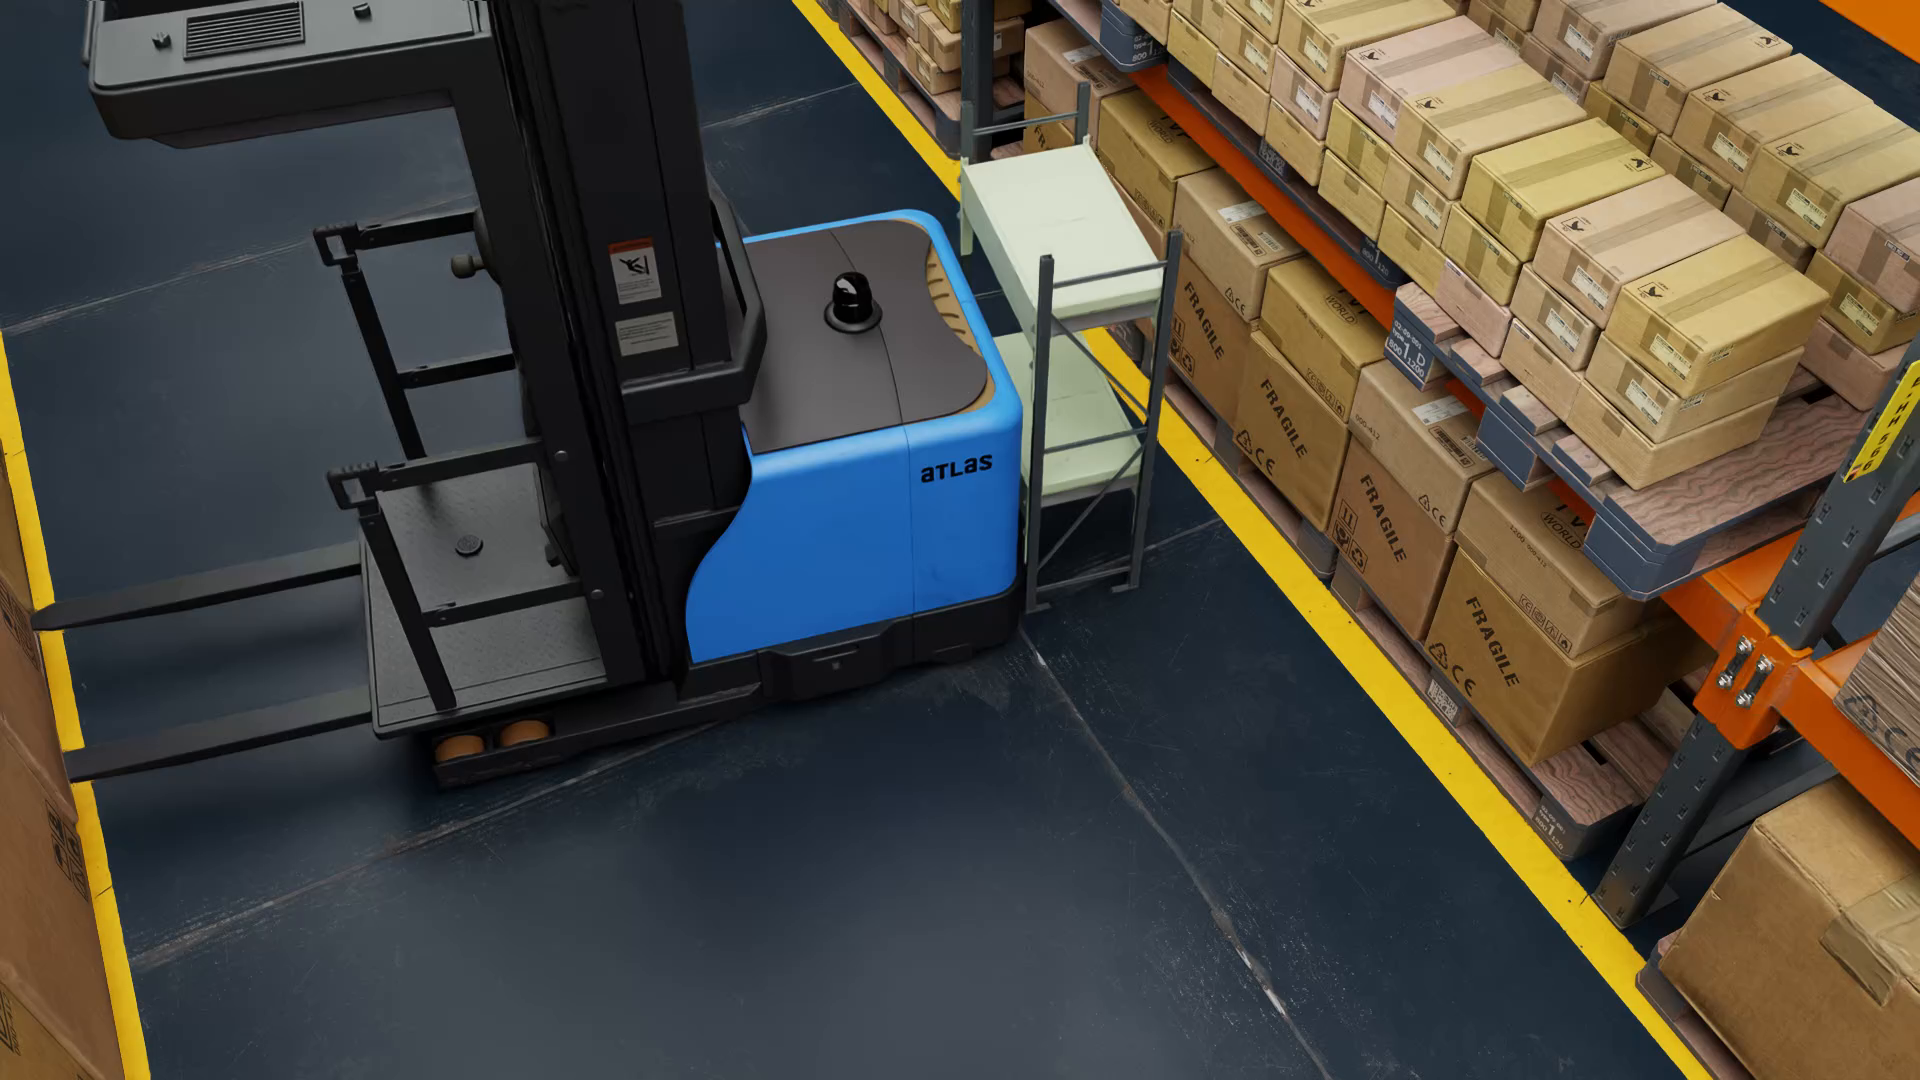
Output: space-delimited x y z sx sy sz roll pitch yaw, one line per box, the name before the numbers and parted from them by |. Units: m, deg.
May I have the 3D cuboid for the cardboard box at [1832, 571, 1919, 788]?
cardboard box | 2.271 0.283 3.443 0.500 0.500 0.500 -21 52 -17

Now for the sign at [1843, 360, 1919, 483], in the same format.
sign | 1.828 -0.239 3.250 0.100 0.325 0.005 -21 52 -18

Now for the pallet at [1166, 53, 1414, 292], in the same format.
pallet | 1.364 -1.325 5.044 1.003 0.211 1.213 -21 52 -18

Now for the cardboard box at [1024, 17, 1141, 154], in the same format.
cardboard box | 0.579 -1.731 6.155 0.500 0.250 0.500 -23 53 -19

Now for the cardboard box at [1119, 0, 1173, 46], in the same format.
cardboard box | 0.721 -1.697 5.130 0.380 0.149 0.250 -23 53 -19

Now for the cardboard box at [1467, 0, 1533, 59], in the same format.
cardboard box | 1.673 -1.485 4.746 0.380 0.149 0.250 -22 52 -18

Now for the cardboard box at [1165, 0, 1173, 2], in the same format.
cardboard box | 0.731 -1.787 5.011 0.380 0.149 0.250 -19 52 -16

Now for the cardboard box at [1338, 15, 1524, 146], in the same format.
cardboard box | 1.211 -1.184 4.285 0.380 0.149 0.250 -21 52 -18

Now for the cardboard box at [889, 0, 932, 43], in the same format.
cardboard box | -0.086 -2.330 7.213 0.380 0.149 0.250 -23 53 -19

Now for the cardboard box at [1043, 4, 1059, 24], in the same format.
cardboard box | 0.595 -2.309 7.391 0.380 0.149 0.250 -23 53 -19

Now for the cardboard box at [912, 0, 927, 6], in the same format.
cardboard box | -0.071 -2.456 7.125 0.380 0.149 0.250 -21 52 -17

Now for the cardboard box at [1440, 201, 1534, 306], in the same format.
cardboard box | 1.429 -0.758 4.110 0.380 0.149 0.250 -20 52 -17

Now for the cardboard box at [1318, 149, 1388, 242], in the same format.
cardboard box | 1.206 -0.991 4.512 0.380 0.149 0.250 -23 53 -19

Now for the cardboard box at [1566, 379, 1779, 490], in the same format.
cardboard box | 1.672 -0.305 3.912 0.380 0.149 0.250 -20 52 -17

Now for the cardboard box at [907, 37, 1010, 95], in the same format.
cardboard box | -0.007 -2.099 7.208 0.380 0.149 0.250 -21 52 -17

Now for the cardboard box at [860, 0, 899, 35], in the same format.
cardboard box | -0.230 -2.457 7.521 0.380 0.149 0.250 -23 53 -19

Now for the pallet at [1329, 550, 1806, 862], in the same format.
pallet | 1.950 0.317 5.332 1.003 0.211 1.213 -21 52 -18

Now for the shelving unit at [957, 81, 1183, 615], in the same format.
shelving unit | 0.300 -0.560 5.244 0.431 1.500 0.755 -13 50 -11

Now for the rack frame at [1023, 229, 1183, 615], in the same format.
rack frame | 0.406 -0.297 5.013 0.400 1.500 0.023 -13 50 -11

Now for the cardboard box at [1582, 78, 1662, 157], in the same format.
cardboard box | 1.897 -1.151 4.454 0.380 0.149 0.250 -21 52 -17

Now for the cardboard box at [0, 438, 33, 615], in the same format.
cardboard box | -3.670 -0.131 5.004 1.225 0.875 0.875 -21 52 -17

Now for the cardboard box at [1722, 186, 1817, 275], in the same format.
cardboard box | 2.137 -0.804 4.151 0.380 0.149 0.250 -19 51 -16

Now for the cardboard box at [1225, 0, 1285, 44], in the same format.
cardboard box | 0.966 -1.540 4.597 0.380 0.149 0.250 -20 52 -16

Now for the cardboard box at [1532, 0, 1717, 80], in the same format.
cardboard box | 1.787 -1.407 4.481 0.380 0.149 0.250 -19 51 -16

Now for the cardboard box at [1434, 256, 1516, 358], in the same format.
cardboard box | 1.441 -0.644 4.208 0.380 0.149 0.250 -20 52 -17

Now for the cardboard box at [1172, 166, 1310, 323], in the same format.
cardboard box | 1.054 -1.033 5.544 0.500 0.250 0.500 -19 52 -16

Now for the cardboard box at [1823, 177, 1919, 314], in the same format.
cardboard box | 2.265 -0.708 3.869 0.380 0.149 0.250 -21 52 -17

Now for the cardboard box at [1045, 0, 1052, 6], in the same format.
cardboard box | 0.502 -2.452 7.122 0.380 0.149 0.250 -19 52 -16

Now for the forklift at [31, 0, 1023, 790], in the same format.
forklift | -1.384 -0.661 4.381 3.031 2.935 1.130 -12 50 -11

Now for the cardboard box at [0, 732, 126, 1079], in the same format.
cardboard box | -2.849 1.056 3.966 1.225 0.875 0.875 -21 52 -17

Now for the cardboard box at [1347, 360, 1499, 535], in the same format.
cardboard box | 1.519 -0.341 4.939 0.500 0.250 0.500 -20 52 -17

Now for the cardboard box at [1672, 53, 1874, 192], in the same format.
cardboard box | 2.033 -1.050 4.168 0.380 0.149 0.250 -21 52 -18

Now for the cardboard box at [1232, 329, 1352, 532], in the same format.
cardboard box | 1.282 -0.440 5.524 0.500 0.500 0.500 -23 53 -19

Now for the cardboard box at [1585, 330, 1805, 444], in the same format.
cardboard box | 1.675 -0.405 3.802 0.380 0.149 0.250 -20 52 -17

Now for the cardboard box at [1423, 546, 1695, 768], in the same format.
cardboard box | 1.772 0.257 4.914 0.500 0.500 0.500 -21 52 -18

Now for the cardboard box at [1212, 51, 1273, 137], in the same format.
cardboard box | 0.962 -1.346 4.823 0.380 0.149 0.250 -23 53 -19

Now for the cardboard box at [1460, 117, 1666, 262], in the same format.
cardboard box | 1.441 -0.843 3.987 0.380 0.149 0.250 -20 52 -16

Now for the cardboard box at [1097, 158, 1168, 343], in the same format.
cardboard box | 0.821 -1.131 6.128 0.500 0.500 0.500 -19 52 -16

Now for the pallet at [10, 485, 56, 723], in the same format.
pallet | -3.561 0.295 5.352 1.003 0.211 1.213 -21 52 -18

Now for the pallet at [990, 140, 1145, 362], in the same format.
pallet | 0.833 -1.316 6.761 1.003 0.211 1.213 -21 52 -18

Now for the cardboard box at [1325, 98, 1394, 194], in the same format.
cardboard box | 1.203 -1.093 4.404 0.380 0.149 0.250 -21 52 -18

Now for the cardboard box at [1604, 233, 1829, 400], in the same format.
cardboard box | 1.674 -0.499 3.686 0.380 0.149 0.250 -23 53 -19

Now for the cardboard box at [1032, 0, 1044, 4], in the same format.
cardboard box | 0.399 -2.544 7.399 0.380 0.149 0.250 -21 52 -17

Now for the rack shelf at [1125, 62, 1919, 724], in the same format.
rack shelf | 1.391 -1.179 5.267 1.077 0.370 4.000 -21 52 -18

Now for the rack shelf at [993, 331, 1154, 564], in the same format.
rack shelf | 0.300 -0.346 5.489 0.431 0.370 0.720 -13 50 -11

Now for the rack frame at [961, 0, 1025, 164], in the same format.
rack frame | 0.476 -2.755 6.166 1.000 3.000 0.127 -21 52 -18

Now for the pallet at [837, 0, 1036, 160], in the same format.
pallet | 0.137 -2.274 7.599 1.003 0.211 1.213 -21 52 -18

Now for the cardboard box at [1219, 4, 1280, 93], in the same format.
cardboard box | 0.964 -1.440 4.707 0.380 0.149 0.250 -22 52 -18
